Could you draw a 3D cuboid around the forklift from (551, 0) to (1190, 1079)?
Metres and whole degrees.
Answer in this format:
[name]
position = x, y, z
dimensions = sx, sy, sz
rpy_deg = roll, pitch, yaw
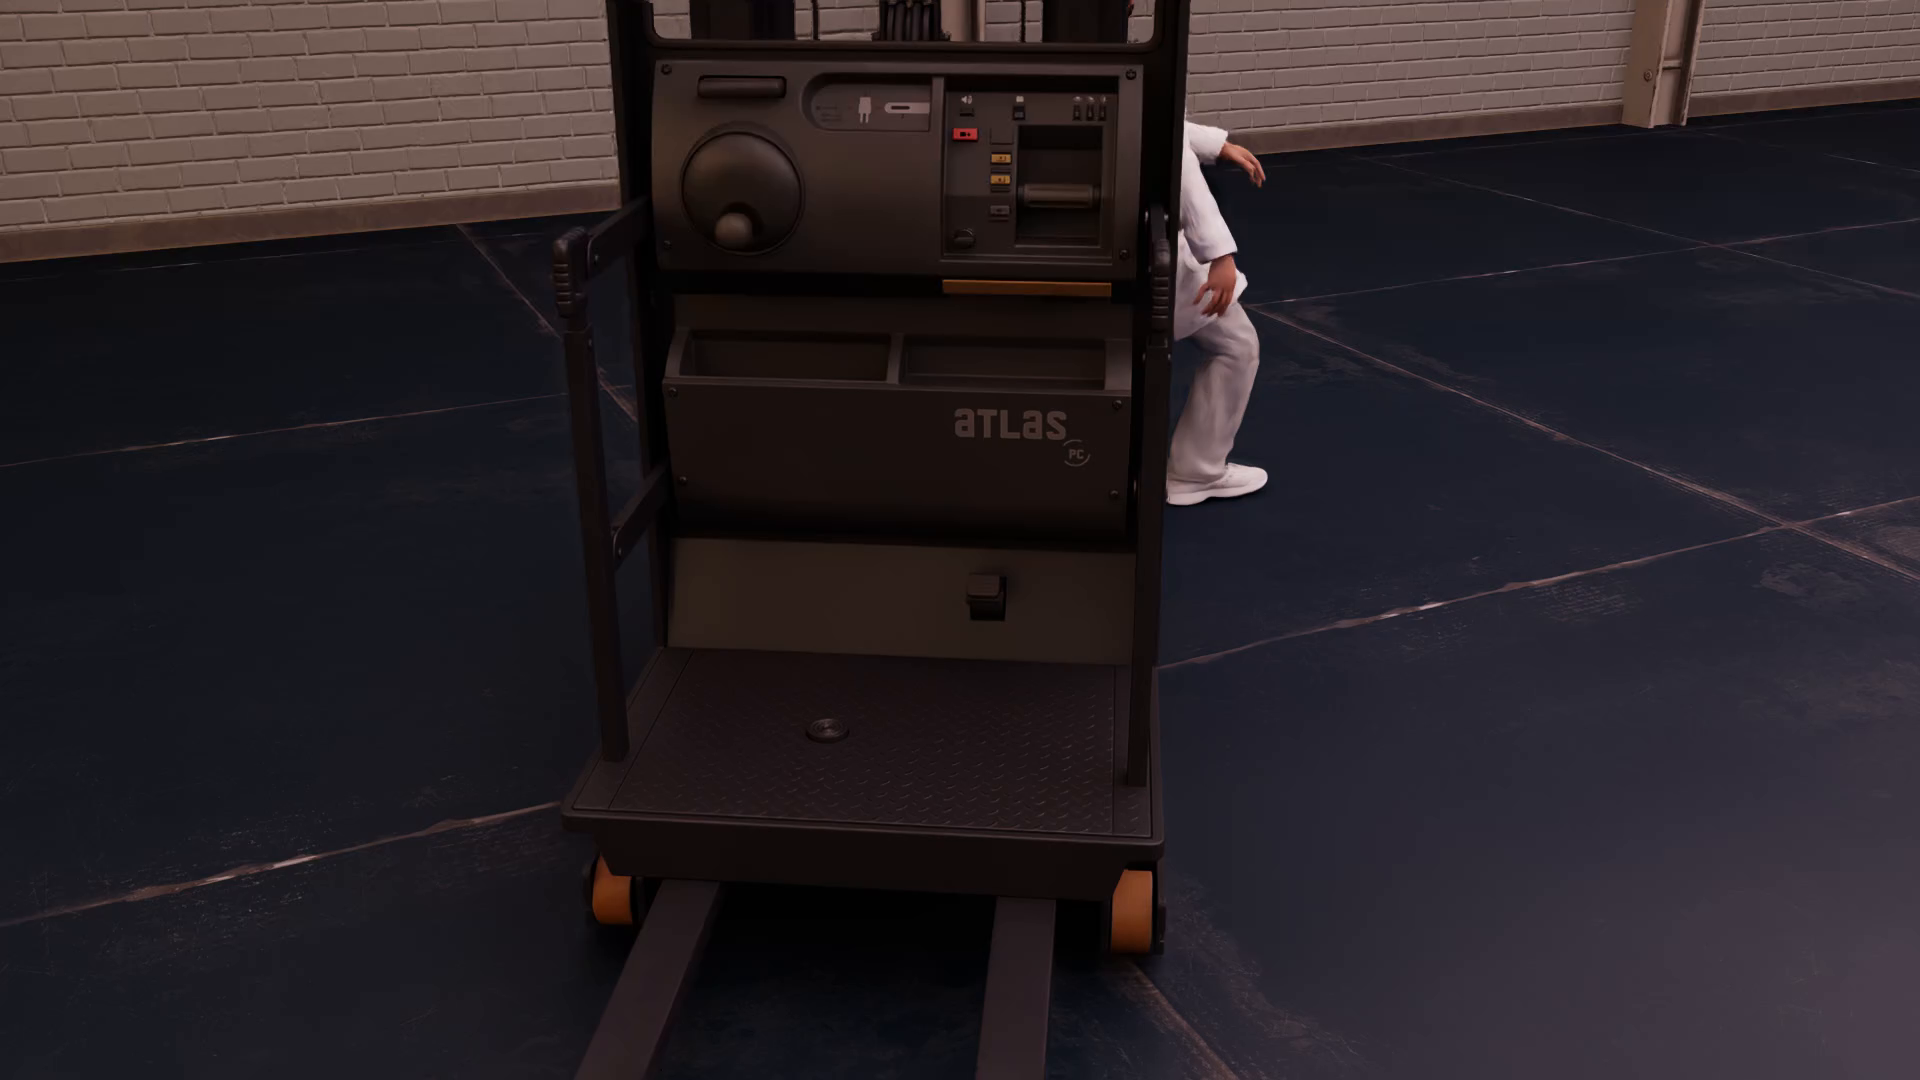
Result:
[forklift]
position = -0.141, -0.693, 2.955
dimensions = 1.130, 2.935, 3.031
rpy_deg = 2, 23, 5

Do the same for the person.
[person]
position = 0.585, -0.900, 5.111
dimensions = 0.889, 1.659, 0.783
rpy_deg = -17, 28, -35
